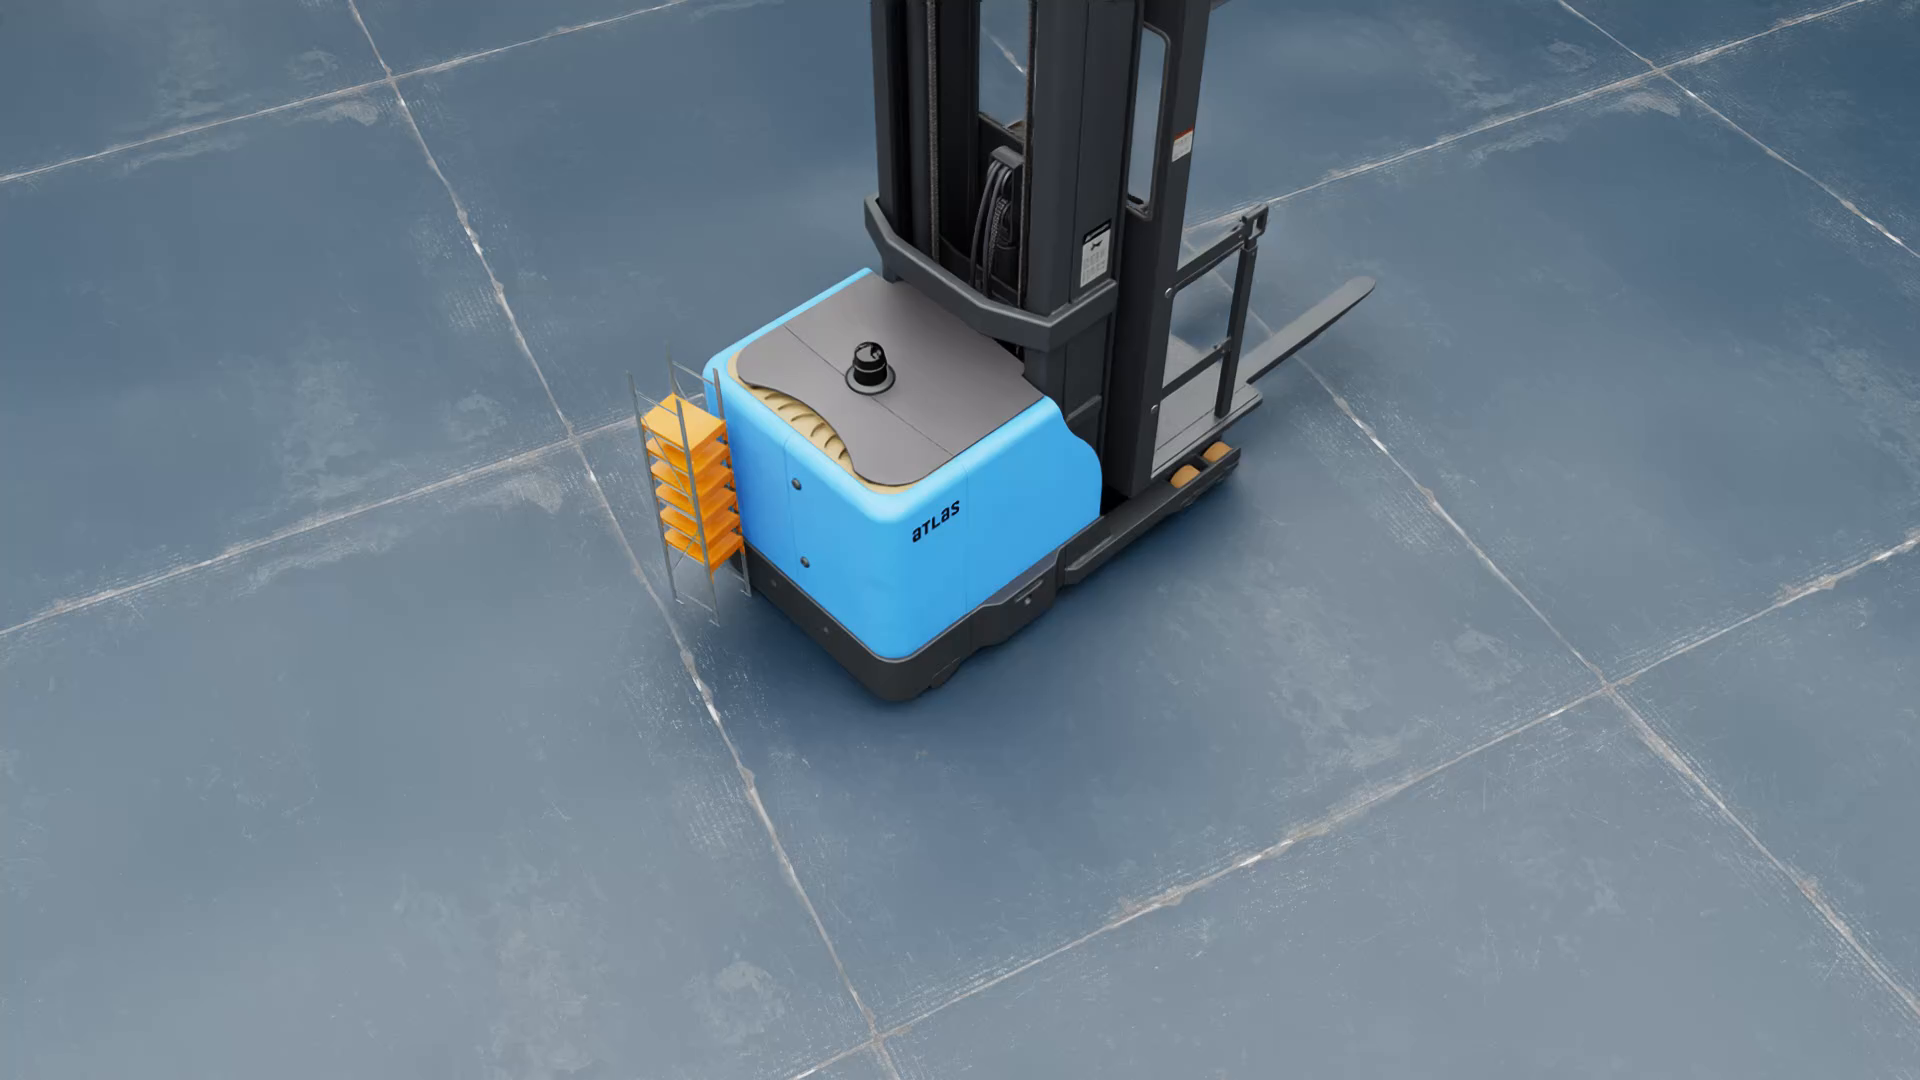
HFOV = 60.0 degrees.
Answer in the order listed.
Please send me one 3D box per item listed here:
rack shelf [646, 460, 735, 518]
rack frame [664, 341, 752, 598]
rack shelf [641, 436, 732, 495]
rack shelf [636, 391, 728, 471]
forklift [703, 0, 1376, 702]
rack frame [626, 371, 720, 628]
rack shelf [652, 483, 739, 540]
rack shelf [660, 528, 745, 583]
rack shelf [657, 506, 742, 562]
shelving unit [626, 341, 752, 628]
[{"bbox_3d":[-0.960,-0.220,5.937,0.258,0.103,0.180,29,55,23],"label":"rack shelf"},{"bbox_3d":[-0.906,-0.226,6.043,0.240,1.200,0.006,29,55,23],"label":"rack frame"},{"bbox_3d":[-0.960,-0.299,5.847,0.258,0.103,0.180,29,55,23],"label":"rack shelf"},{"bbox_3d":[-0.960,-0.378,5.757,0.258,0.103,0.180,29,55,23],"label":"rack shelf"},{"bbox_3d":[0.509,-1.364,5.888,3.031,2.935,1.130,-35,57,-27],"label":"forklift"},{"bbox_3d":[-1.014,-0.115,5.946,0.240,1.200,0.006,29,55,23],"label":"rack frame"},{"bbox_3d":[-0.960,-0.141,6.028,0.258,0.103,0.180,29,55,23],"label":"rack shelf"},{"bbox_3d":[-0.960,0.017,6.208,0.258,0.103,0.180,29,55,23],"label":"rack shelf"},{"bbox_3d":[-0.960,-0.062,6.118,0.258,0.103,0.180,29,55,23],"label":"rack shelf"},{"bbox_3d":[-0.960,-0.170,5.994,0.258,1.200,0.189,29,55,23],"label":"shelving unit"}]
